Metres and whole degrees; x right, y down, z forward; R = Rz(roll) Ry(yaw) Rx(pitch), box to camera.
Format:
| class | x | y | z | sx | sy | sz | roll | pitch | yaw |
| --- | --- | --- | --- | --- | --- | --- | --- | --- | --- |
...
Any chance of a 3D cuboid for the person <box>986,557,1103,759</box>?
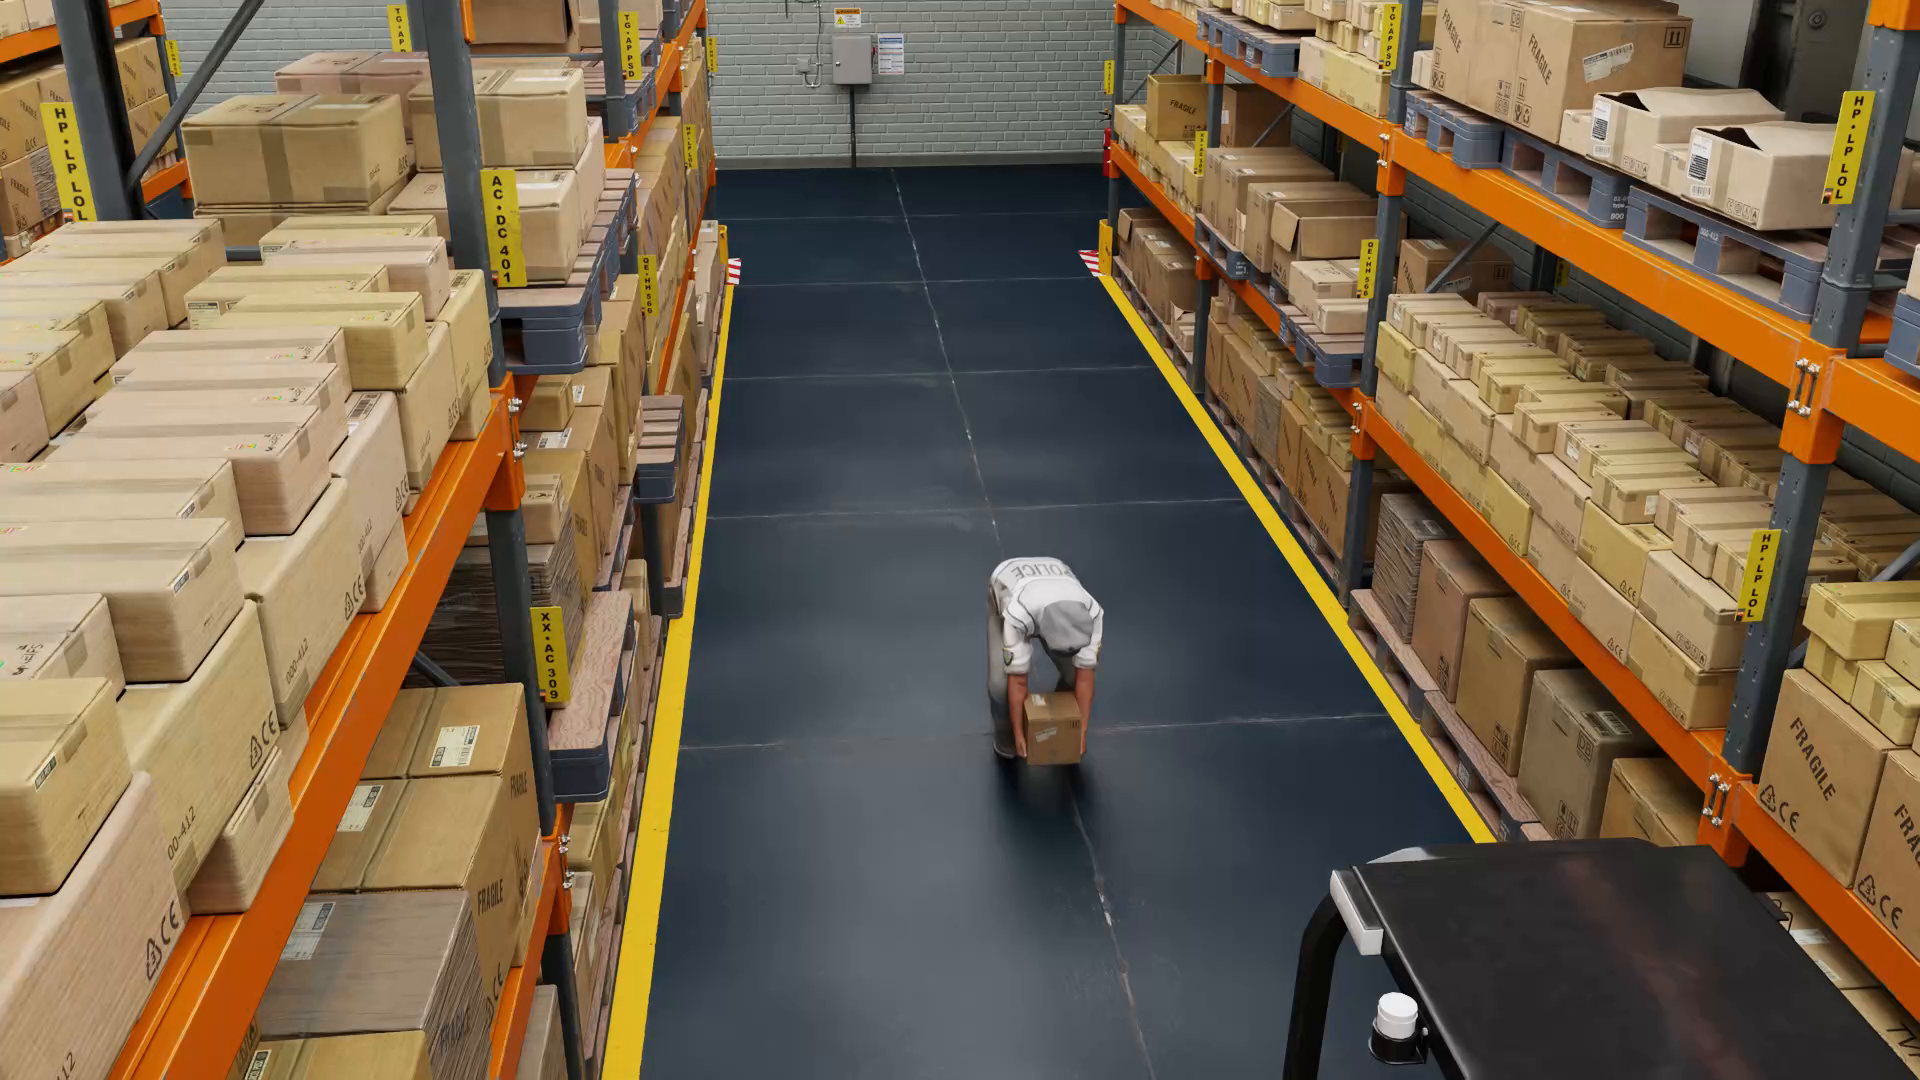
| class | x | y | z | sx | sy | sz | roll | pitch | yaw |
| --- | --- | --- | --- | --- | --- | --- | --- | --- | --- |
| person | 0.404 | 0.619 | 8.036 | 0.537 | 1.064 | 1.032 | -3 | 24 | -8 |
